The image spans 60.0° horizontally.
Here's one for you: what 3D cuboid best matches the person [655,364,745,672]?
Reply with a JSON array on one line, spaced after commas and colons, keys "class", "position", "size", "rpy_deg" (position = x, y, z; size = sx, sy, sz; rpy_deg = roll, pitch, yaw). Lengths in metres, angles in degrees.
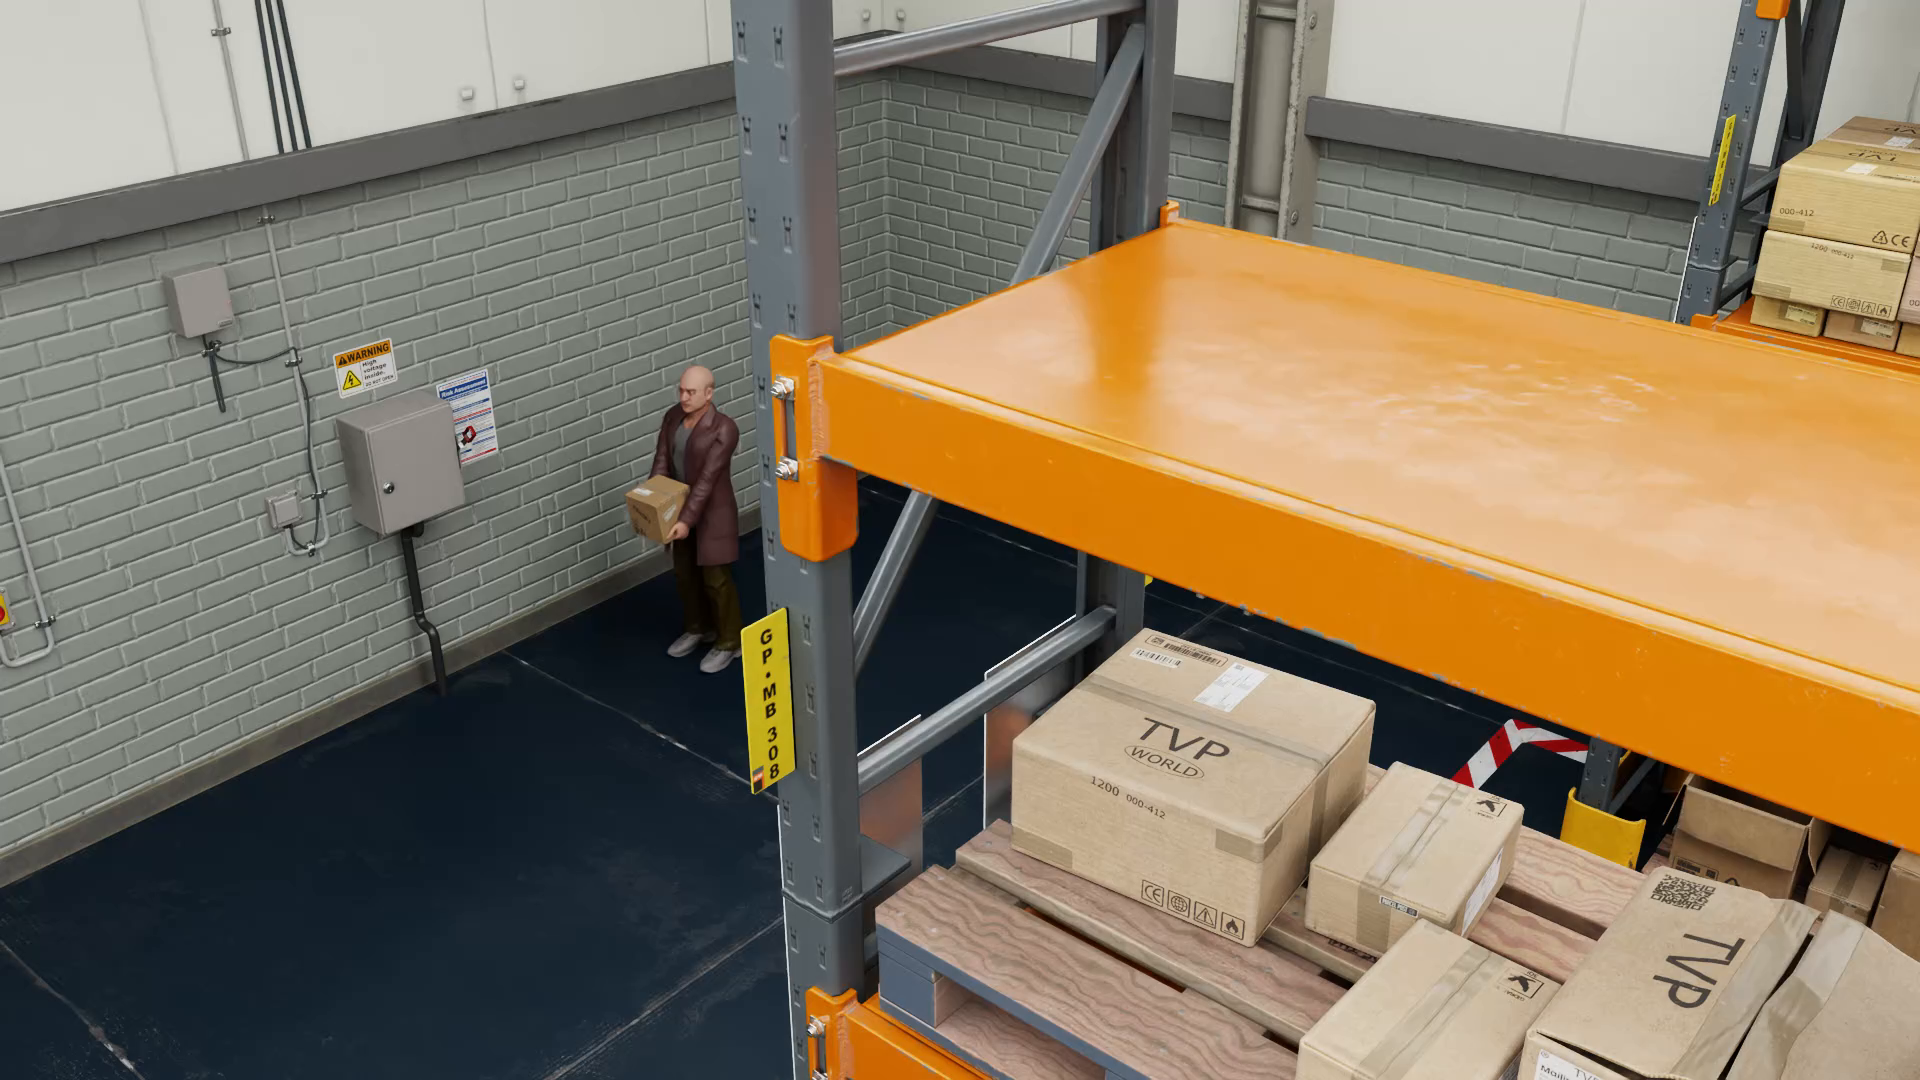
[{"class": "person", "position": [-1.498, -0.101, 9.268], "size": [0.530, 1.769, 0.555], "rpy_deg": [21, 34, 35]}]
